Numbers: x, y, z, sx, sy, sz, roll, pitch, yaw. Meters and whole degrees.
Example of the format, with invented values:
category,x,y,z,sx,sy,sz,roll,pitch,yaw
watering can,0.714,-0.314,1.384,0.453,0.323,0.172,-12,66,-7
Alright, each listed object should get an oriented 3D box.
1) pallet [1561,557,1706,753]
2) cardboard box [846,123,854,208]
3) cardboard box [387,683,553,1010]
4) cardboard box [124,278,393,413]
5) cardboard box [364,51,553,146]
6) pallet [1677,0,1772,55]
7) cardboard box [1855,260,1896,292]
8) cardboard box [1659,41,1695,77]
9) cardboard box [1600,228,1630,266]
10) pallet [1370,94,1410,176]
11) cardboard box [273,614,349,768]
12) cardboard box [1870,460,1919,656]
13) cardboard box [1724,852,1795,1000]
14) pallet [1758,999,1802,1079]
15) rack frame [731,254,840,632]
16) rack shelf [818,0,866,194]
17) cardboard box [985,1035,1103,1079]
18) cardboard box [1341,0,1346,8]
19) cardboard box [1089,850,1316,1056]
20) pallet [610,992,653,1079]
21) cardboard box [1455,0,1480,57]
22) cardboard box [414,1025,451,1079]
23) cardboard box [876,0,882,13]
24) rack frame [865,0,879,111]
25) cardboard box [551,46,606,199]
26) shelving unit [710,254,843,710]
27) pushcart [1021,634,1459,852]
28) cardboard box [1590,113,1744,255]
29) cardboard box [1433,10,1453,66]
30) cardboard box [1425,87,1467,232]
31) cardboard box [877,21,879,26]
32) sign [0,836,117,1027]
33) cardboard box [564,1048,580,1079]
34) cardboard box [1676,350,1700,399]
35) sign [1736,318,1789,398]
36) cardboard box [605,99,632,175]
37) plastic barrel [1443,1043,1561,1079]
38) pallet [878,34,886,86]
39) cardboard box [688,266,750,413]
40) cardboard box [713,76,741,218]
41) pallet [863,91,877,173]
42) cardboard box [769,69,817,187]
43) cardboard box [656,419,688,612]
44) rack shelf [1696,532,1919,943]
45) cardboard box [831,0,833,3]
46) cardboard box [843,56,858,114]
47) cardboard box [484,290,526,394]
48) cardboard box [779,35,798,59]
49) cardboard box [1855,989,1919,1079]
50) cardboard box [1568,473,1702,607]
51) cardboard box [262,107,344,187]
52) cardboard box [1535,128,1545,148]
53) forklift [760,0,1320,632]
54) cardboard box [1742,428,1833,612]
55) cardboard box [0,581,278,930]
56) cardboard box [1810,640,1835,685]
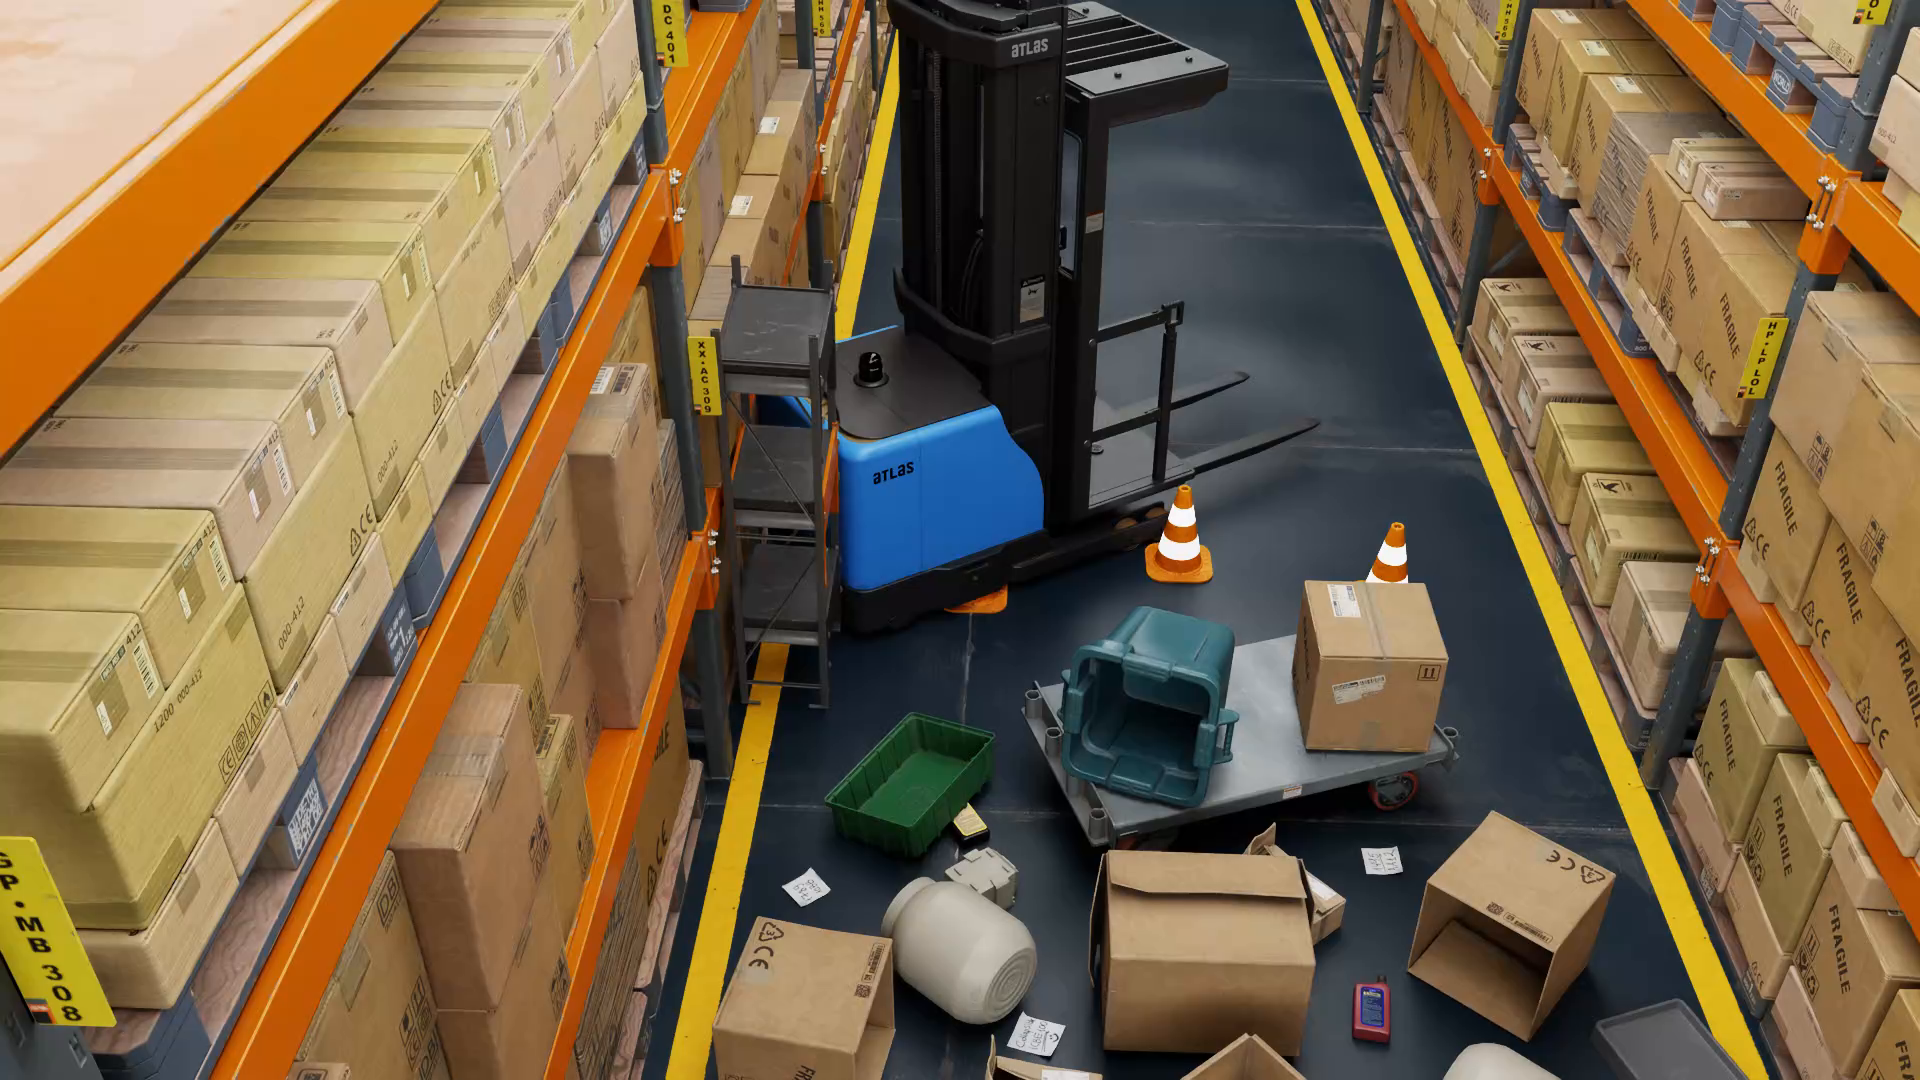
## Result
category,x,y,z,sx,sy,sz,roll,pitch,yaw
pallet,3.486,0.523,7.768,1.003,0.211,1.213,1,35,2
cardboard box,-1.018,-2.658,11.678,0.500,0.500,0.500,0,35,1
cardboard box,-1.513,0.719,3.994,0.875,0.550,0.550,1,35,2
cardboard box,-1.282,-0.360,3.064,0.380,0.149,0.250,1,35,1
cardboard box,-1.230,-1.090,4.103,0.380,0.149,0.250,1,35,2
pallet,3.626,-2.269,6.870,1.213,0.211,1.003,1,35,2
cardboard box,3.761,-0.768,6.468,0.500,0.500,0.500,2,35,3
cardboard box,3.866,-2.238,8.561,0.500,0.500,0.500,1,35,1
cardboard box,3.304,-1.428,7.972,0.380,0.149,0.250,2,35,3
pallet,3.821,-3.181,13.038,1.003,0.211,1.213,1,35,2
cardboard box,-1.301,0.254,2.883,0.380,0.149,0.250,1,35,2
cardboard box,3.132,0.087,4.749,0.700,0.500,0.500,1,35,1
cardboard box,3.152,1.422,6.089,0.500,0.250,0.500,3,35,5
pallet,3.418,2.060,5.581,1.003,0.211,1.213,1,35,2
rack frame,-0.735,-0.340,7.233,0.400,2.100,0.015,4,43,1
rack shelf,-1.253,-3.380,11.521,1.077,0.370,4.000,1,35,2
cardboard box,0.277,1.922,5.730,0.396,0.266,0.258,7,36,10
cardboard box,3.983,-5.281,15.464,0.875,0.438,0.875,2,35,3
cardboard box,0.865,1.488,6.022,0.797,0.637,0.503,1,35,2
pallet,-1.649,2.052,5.592,1.003,0.211,1.213,1,35,2
cardboard box,3.399,-3.191,10.322,0.500,0.250,0.500,0,35,1
cardboard box,-1.685,1.479,3.852,0.875,0.550,0.550,1,35,2
cardboard box,-0.896,-4.752,14.704,0.380,0.149,0.250,3,35,4
rack frame,-1.173,-4.823,12.949,1.000,3.000,0.127,1,35,2
cardboard box,-1.278,-1.148,4.531,0.500,0.250,0.500,1,35,2
shelving unit,-0.749,-0.173,7.055,0.431,2.100,0.503,4,43,1
pushcart,1.176,0.878,7.118,1.648,0.377,0.936,-10,36,-14
cardboard box,3.311,-1.658,7.735,0.500,0.500,0.500,0,35,0
cardboard box,3.418,-3.287,10.894,0.500,0.250,0.500,1,35,1
cardboard box,3.767,-2.678,11.381,0.875,0.875,0.875,2,35,2
cardboard box,-0.908,-4.474,14.567,0.380,0.149,0.250,1,35,1
sign,-1.101,0.470,1.980,0.100,0.325,0.005,1,35,2
cardboard box,-1.660,1.872,4.906,0.875,0.875,0.875,1,35,1
cardboard box,3.229,-0.693,6.926,0.380,0.149,0.250,0,35,0
sign,2.901,-0.655,6.012,0.100,0.325,0.005,1,35,2
cardboard box,-1.199,-1.202,4.956,0.380,0.149,0.250,2,35,3
plastic barrel,1.865,1.960,5.539,0.512,0.421,0.421,28,44,33
pallet,-1.181,-4.069,14.301,1.003,0.211,1.213,1,35,2
cardboard box,-1.185,-0.854,7.215,0.500,0.500,0.500,2,35,2
cardboard box,-1.419,-1.838,7.746,0.700,0.500,0.500,1,35,1
pallet,-1.203,-3.235,13.115,1.003,0.211,1.213,1,35,2
cardboard box,-1.083,-2.301,9.274,0.500,0.500,0.500,1,35,2
cardboard box,-1.497,-0.076,6.064,0.875,0.550,0.550,1,35,2
rack shelf,3.375,1.273,4.901,1.077,0.370,4.000,1,35,2
cardboard box,-1.051,-3.758,11.287,0.380,0.149,0.250,0,35,0
cardboard box,-0.991,-3.246,11.862,0.500,0.250,0.500,0,35,0
cardboard box,-1.250,-0.470,3.914,0.380,0.149,0.250,1,35,2
cardboard box,-1.114,-2.989,9.934,0.380,0.149,0.250,3,35,4
cardboard box,3.112,1.718,5.016,0.500,0.500,0.500,1,35,1
cardboard box,3.500,0.018,7.981,0.950,0.372,0.625,3,35,5
cardboard box,-1.832,-0.873,4.140,0.500,0.250,0.500,1,35,1
cardboard box,3.373,-2.194,9.061,0.380,0.149,0.250,-1,35,-1
forklift,0.535,-1.385,8.117,3.031,2.935,1.130,-19,39,-25
cardboard box,3.160,-0.087,5.865,0.500,0.500,0.500,1,35,2
cardboard box,-1.379,0.300,2.471,0.500,0.250,0.500,1,35,2
cardboard box,3.184,0.406,5.728,0.380,0.149,0.250,1,35,2
